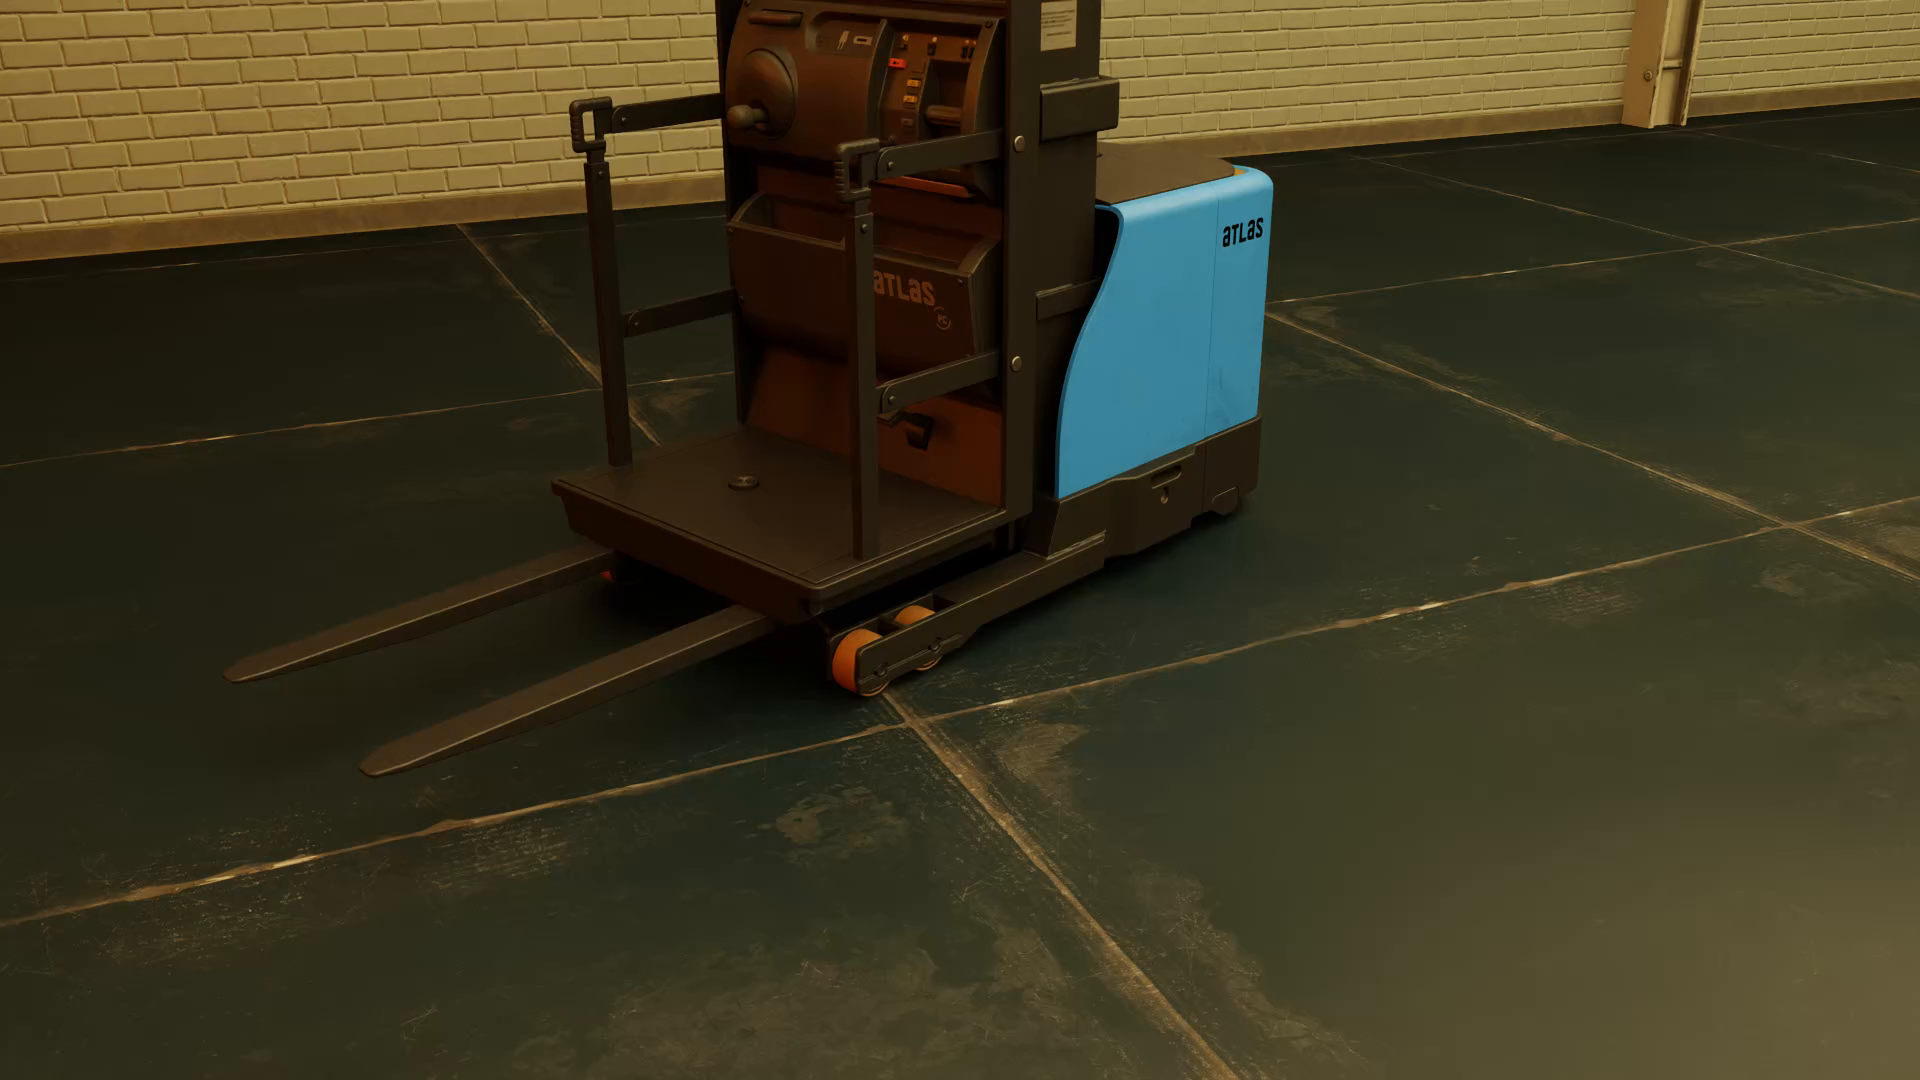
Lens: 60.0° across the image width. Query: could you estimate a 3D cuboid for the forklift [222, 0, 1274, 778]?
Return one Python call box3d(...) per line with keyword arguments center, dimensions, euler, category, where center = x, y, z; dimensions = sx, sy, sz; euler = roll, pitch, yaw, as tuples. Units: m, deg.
box3d(center=(-0.413, -1.182, 4.131), dimensions=(1.130, 2.935, 3.031), euler=(19, 29, 39), category="forklift")
